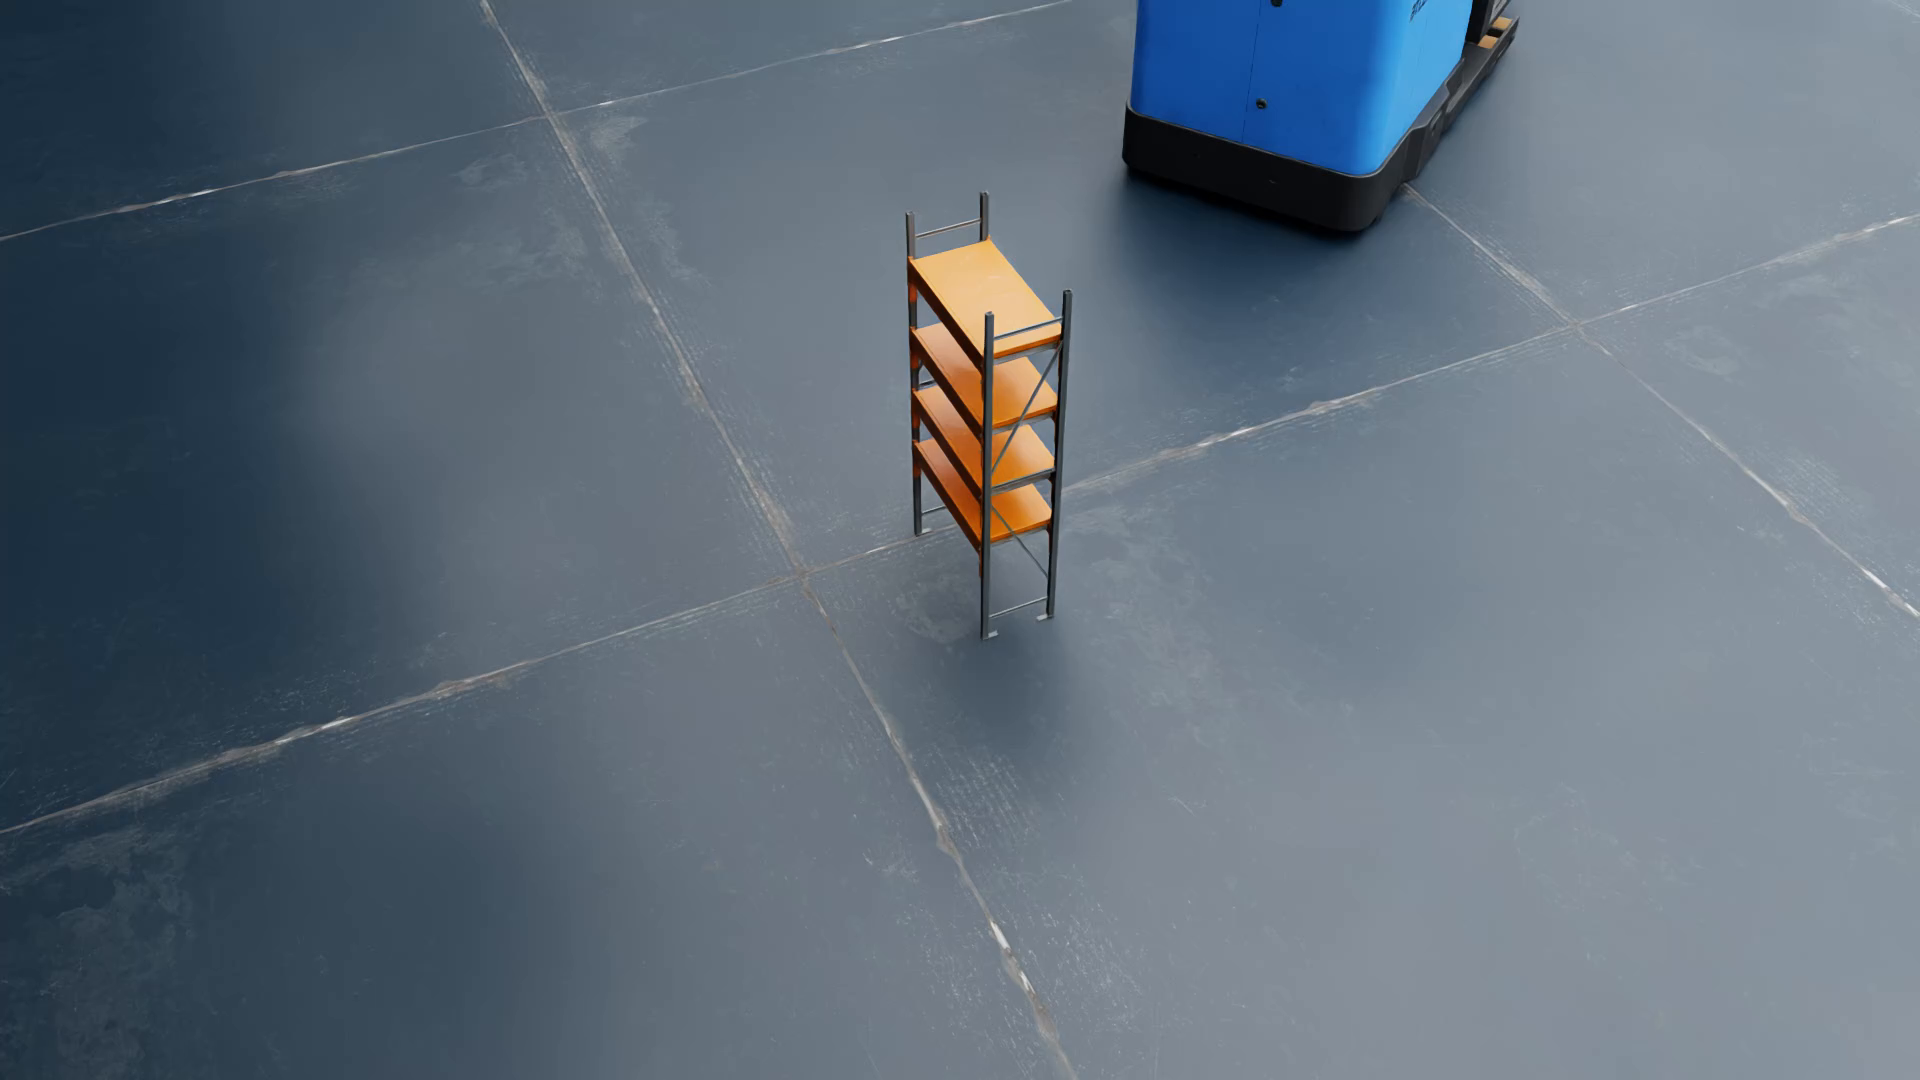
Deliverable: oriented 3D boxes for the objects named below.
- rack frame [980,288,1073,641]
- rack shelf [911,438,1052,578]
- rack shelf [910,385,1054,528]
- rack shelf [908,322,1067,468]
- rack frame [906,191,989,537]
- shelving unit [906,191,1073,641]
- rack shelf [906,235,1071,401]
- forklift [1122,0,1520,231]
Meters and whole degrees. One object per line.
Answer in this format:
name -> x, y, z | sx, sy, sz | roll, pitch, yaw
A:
rack frame -> 0.172, -0.166, 4.564 | 0.240, 1.200, 0.015 | -18, 47, -17
rack shelf -> 0.070, -0.132, 4.908 | 0.258, 0.148, 0.480 | -18, 47, -17
rack shelf -> 0.070, -0.274, 4.769 | 0.258, 0.148, 0.480 | -18, 47, -17
rack shelf -> 0.070, -0.433, 4.612 | 0.258, 0.148, 0.480 | -18, 47, -17
rack frame -> -0.033, -0.477, 4.879 | 0.240, 1.200, 0.015 | -18, 47, -17
shelving unit -> 0.070, -0.322, 4.722 | 0.258, 1.200, 0.503 | -18, 47, -17
rack shelf -> 0.070, -0.601, 4.446 | 0.258, 0.148, 0.480 | -18, 47, -17
forklift -> 1.833, -3.244, 6.451 | 1.130, 2.935, 3.031 | 22, 49, 21
